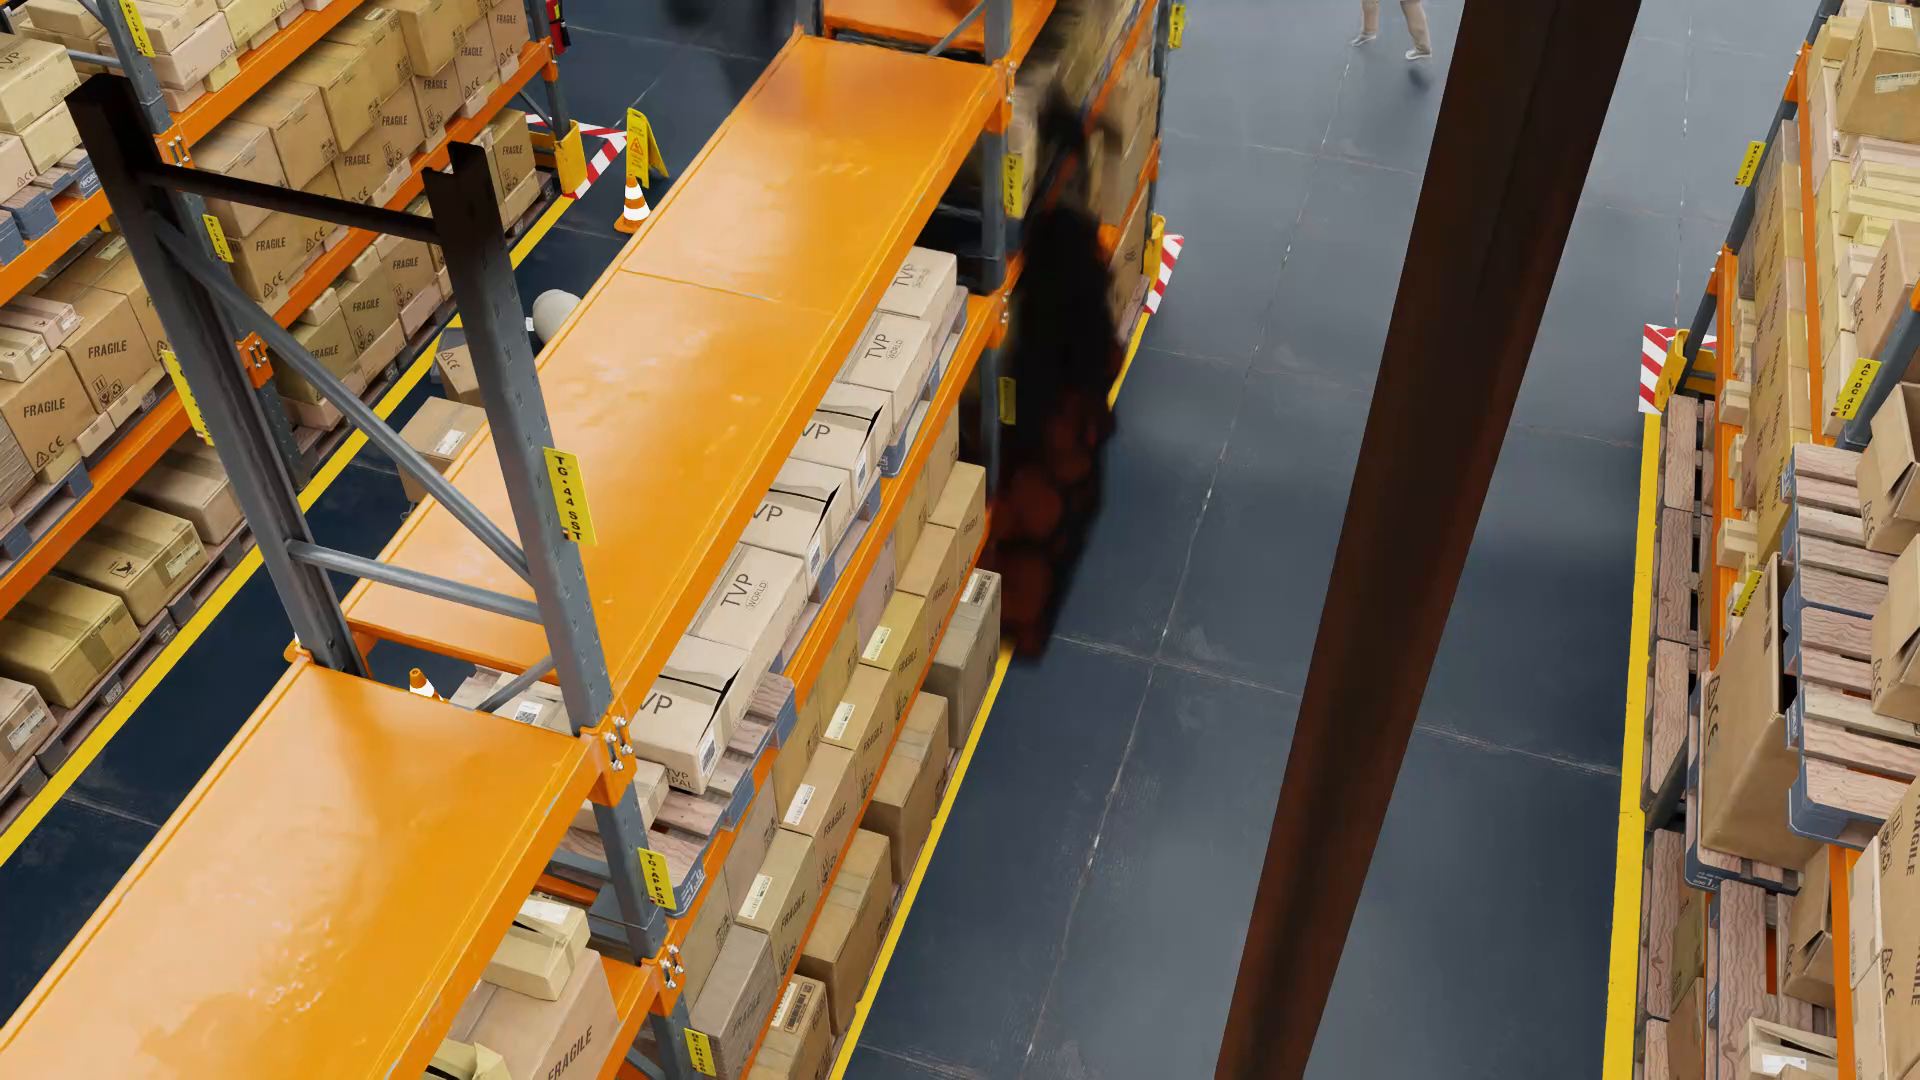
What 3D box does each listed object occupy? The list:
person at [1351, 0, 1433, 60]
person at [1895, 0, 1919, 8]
[{"bbox_3d":[3.957,-5.113,14.948,0.672,1.780,0.925,-19,49,-17],"label":"person"},{"bbox_3d":[7.549,-3.829,13.738,0.664,1.652,0.586,31,53,27],"label":"person"}]
